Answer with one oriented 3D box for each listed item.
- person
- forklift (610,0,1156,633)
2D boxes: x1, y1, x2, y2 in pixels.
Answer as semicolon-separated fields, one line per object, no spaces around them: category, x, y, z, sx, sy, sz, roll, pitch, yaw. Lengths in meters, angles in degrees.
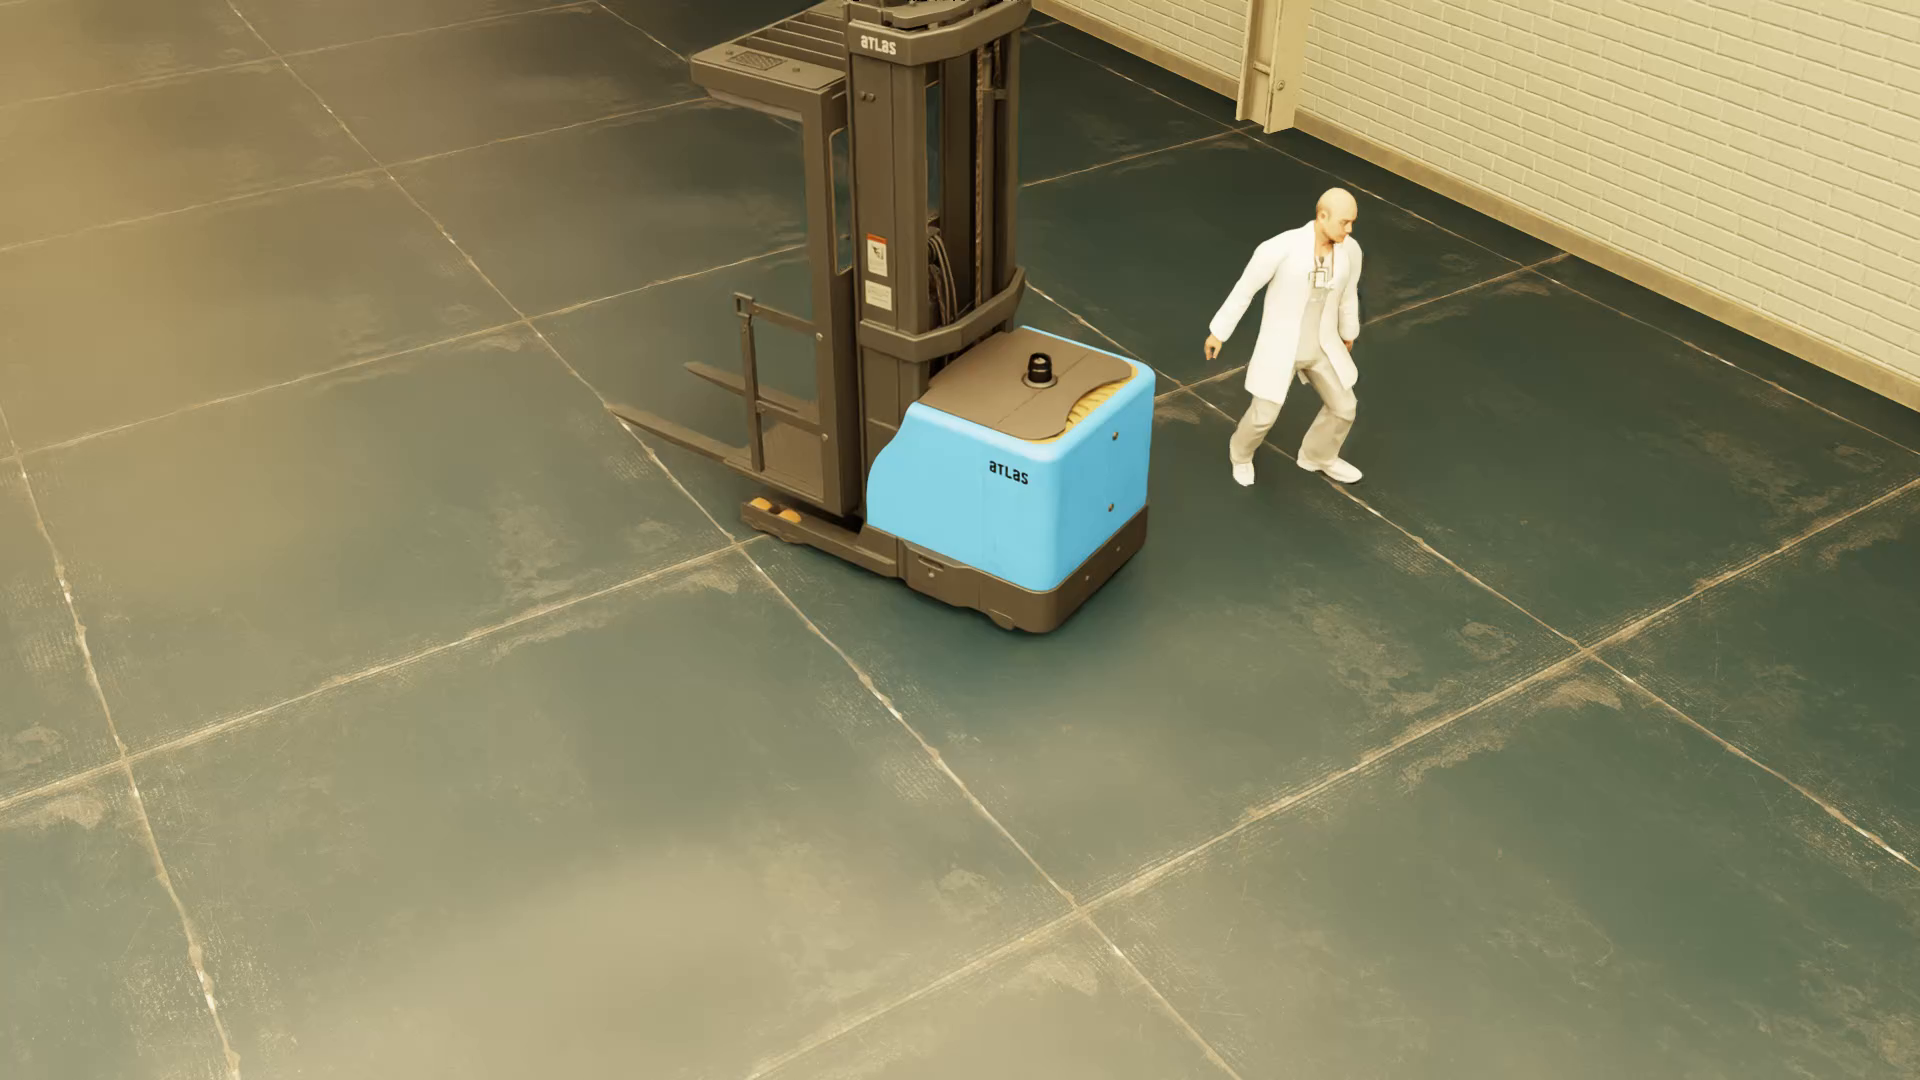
person;1.733;-1.034;8.728;0.916;1.758;0.555;-7;36;-10
forklift;-0.541;-1.415;8.162;3.031;2.935;1.130;22;41;28
